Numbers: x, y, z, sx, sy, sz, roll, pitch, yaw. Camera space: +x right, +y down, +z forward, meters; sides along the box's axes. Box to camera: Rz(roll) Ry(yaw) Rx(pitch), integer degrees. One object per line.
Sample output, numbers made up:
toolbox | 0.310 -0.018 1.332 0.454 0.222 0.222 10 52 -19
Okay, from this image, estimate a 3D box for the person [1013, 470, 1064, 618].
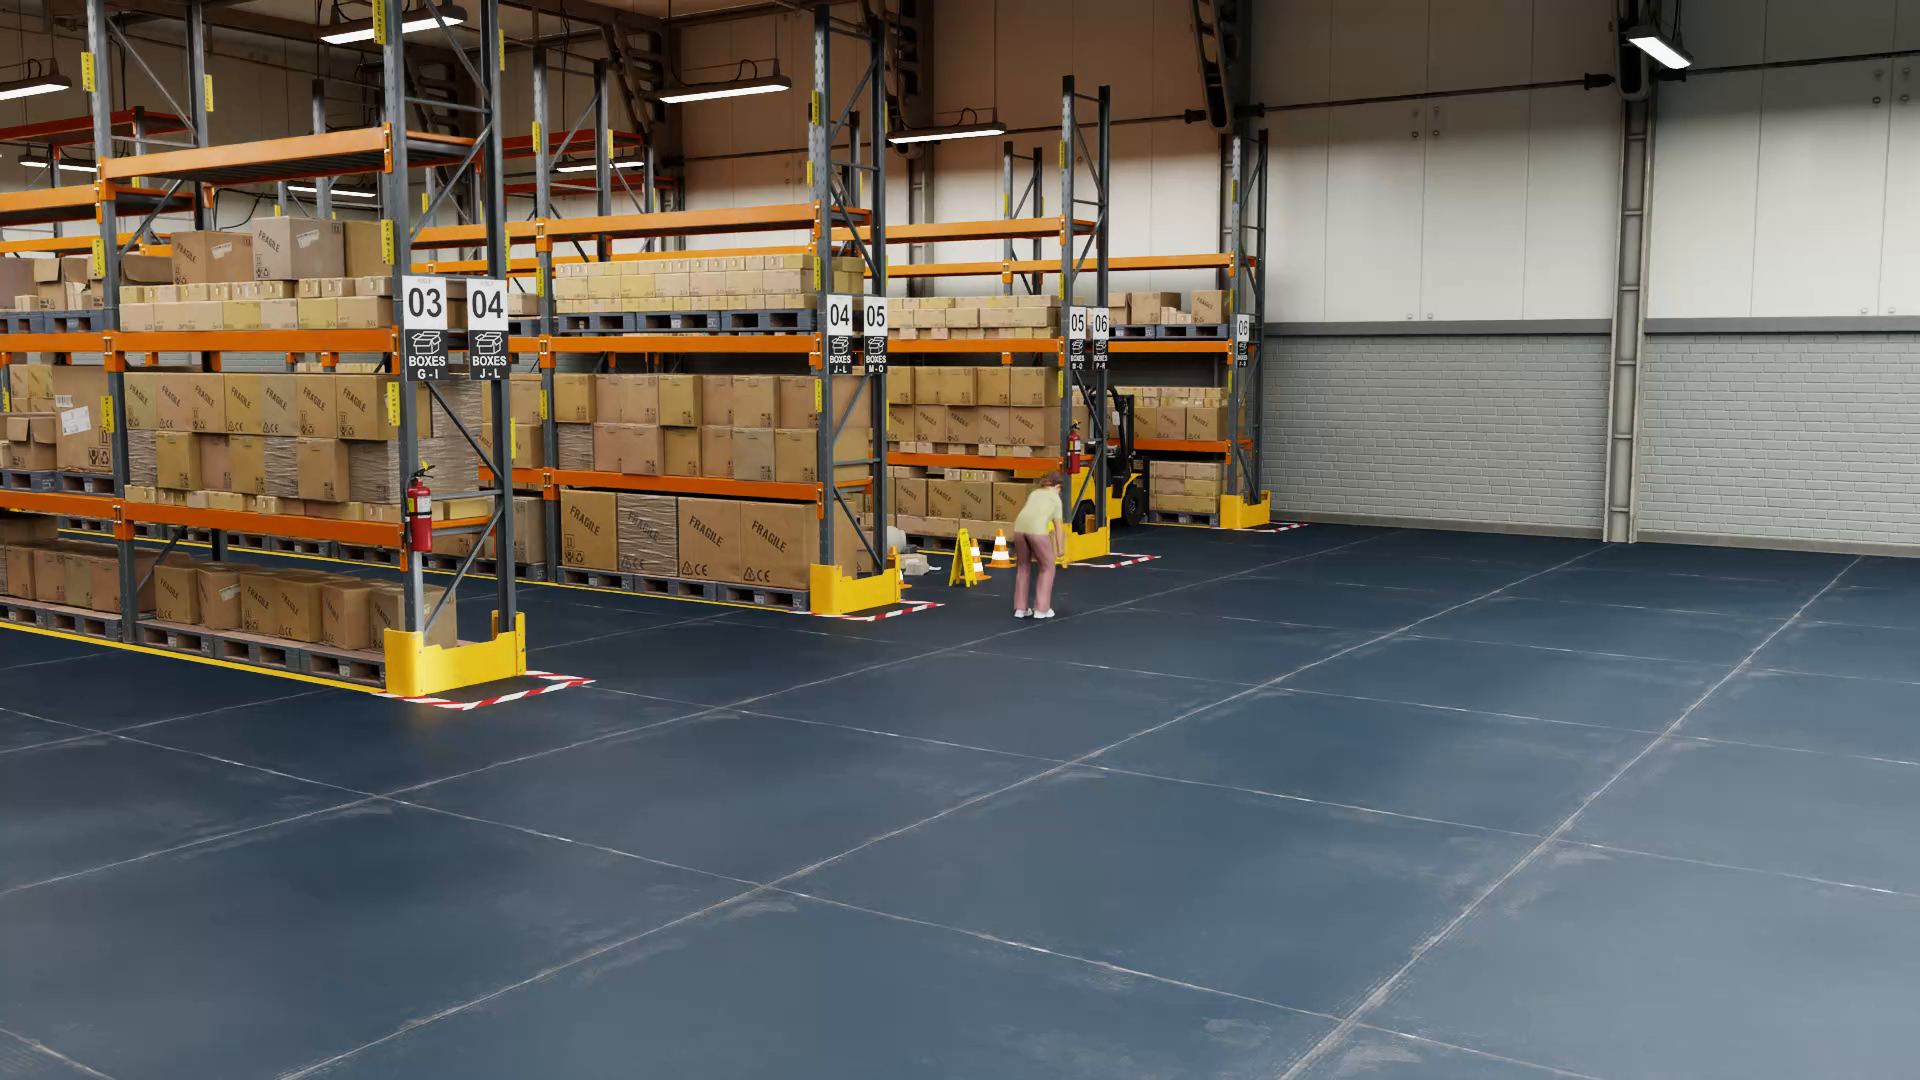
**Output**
person | 0.815 0.040 16.666 0.398 1.445 0.730 4 8 32
